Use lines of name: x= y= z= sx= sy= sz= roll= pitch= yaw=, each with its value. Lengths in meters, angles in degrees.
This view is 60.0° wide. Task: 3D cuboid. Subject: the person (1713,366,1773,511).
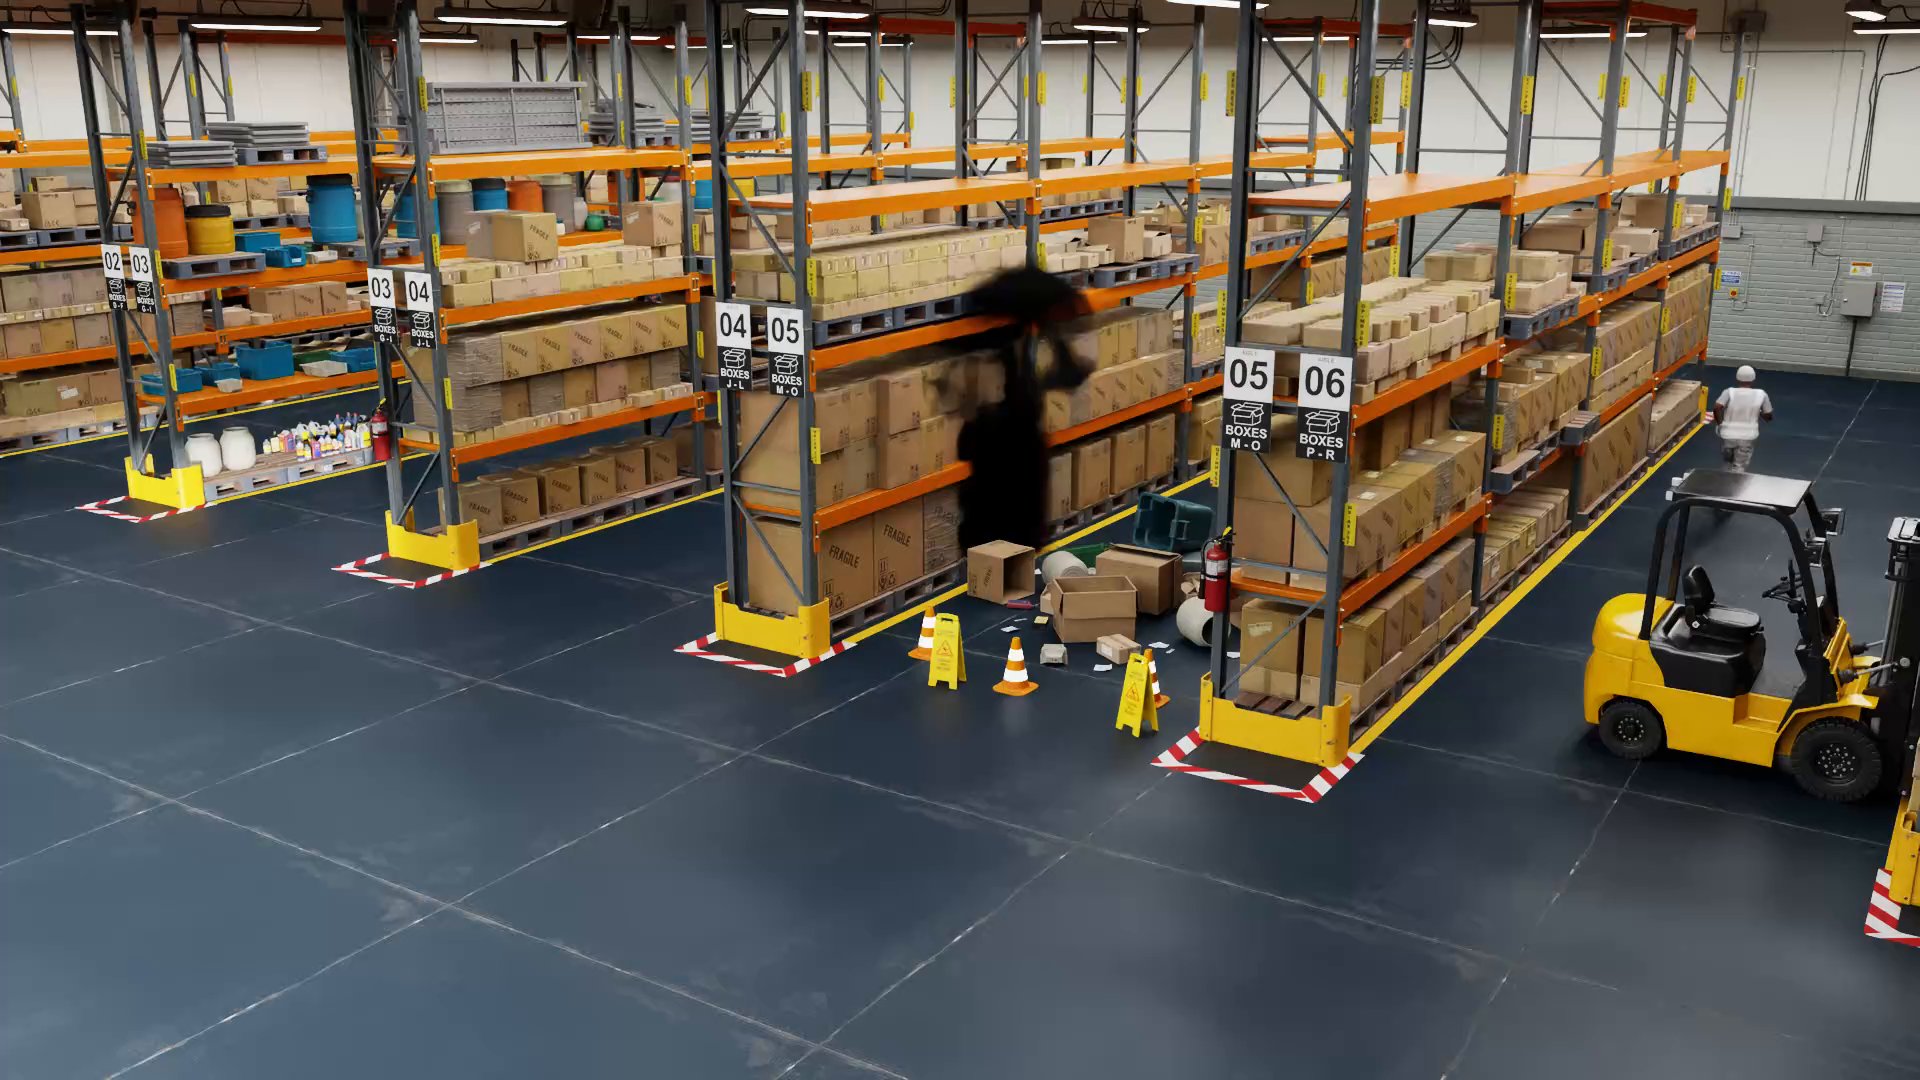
person: x=9.485 y=-1.249 z=20.203 sx=0.647 sy=1.732 sz=0.797 roll=9 pitch=18 yaw=30

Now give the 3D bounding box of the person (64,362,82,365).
person: x=-13.993 y=-2.780 z=26.325 sx=0.537 sy=1.586 sz=0.744 roll=8 pitch=17 yaw=27
